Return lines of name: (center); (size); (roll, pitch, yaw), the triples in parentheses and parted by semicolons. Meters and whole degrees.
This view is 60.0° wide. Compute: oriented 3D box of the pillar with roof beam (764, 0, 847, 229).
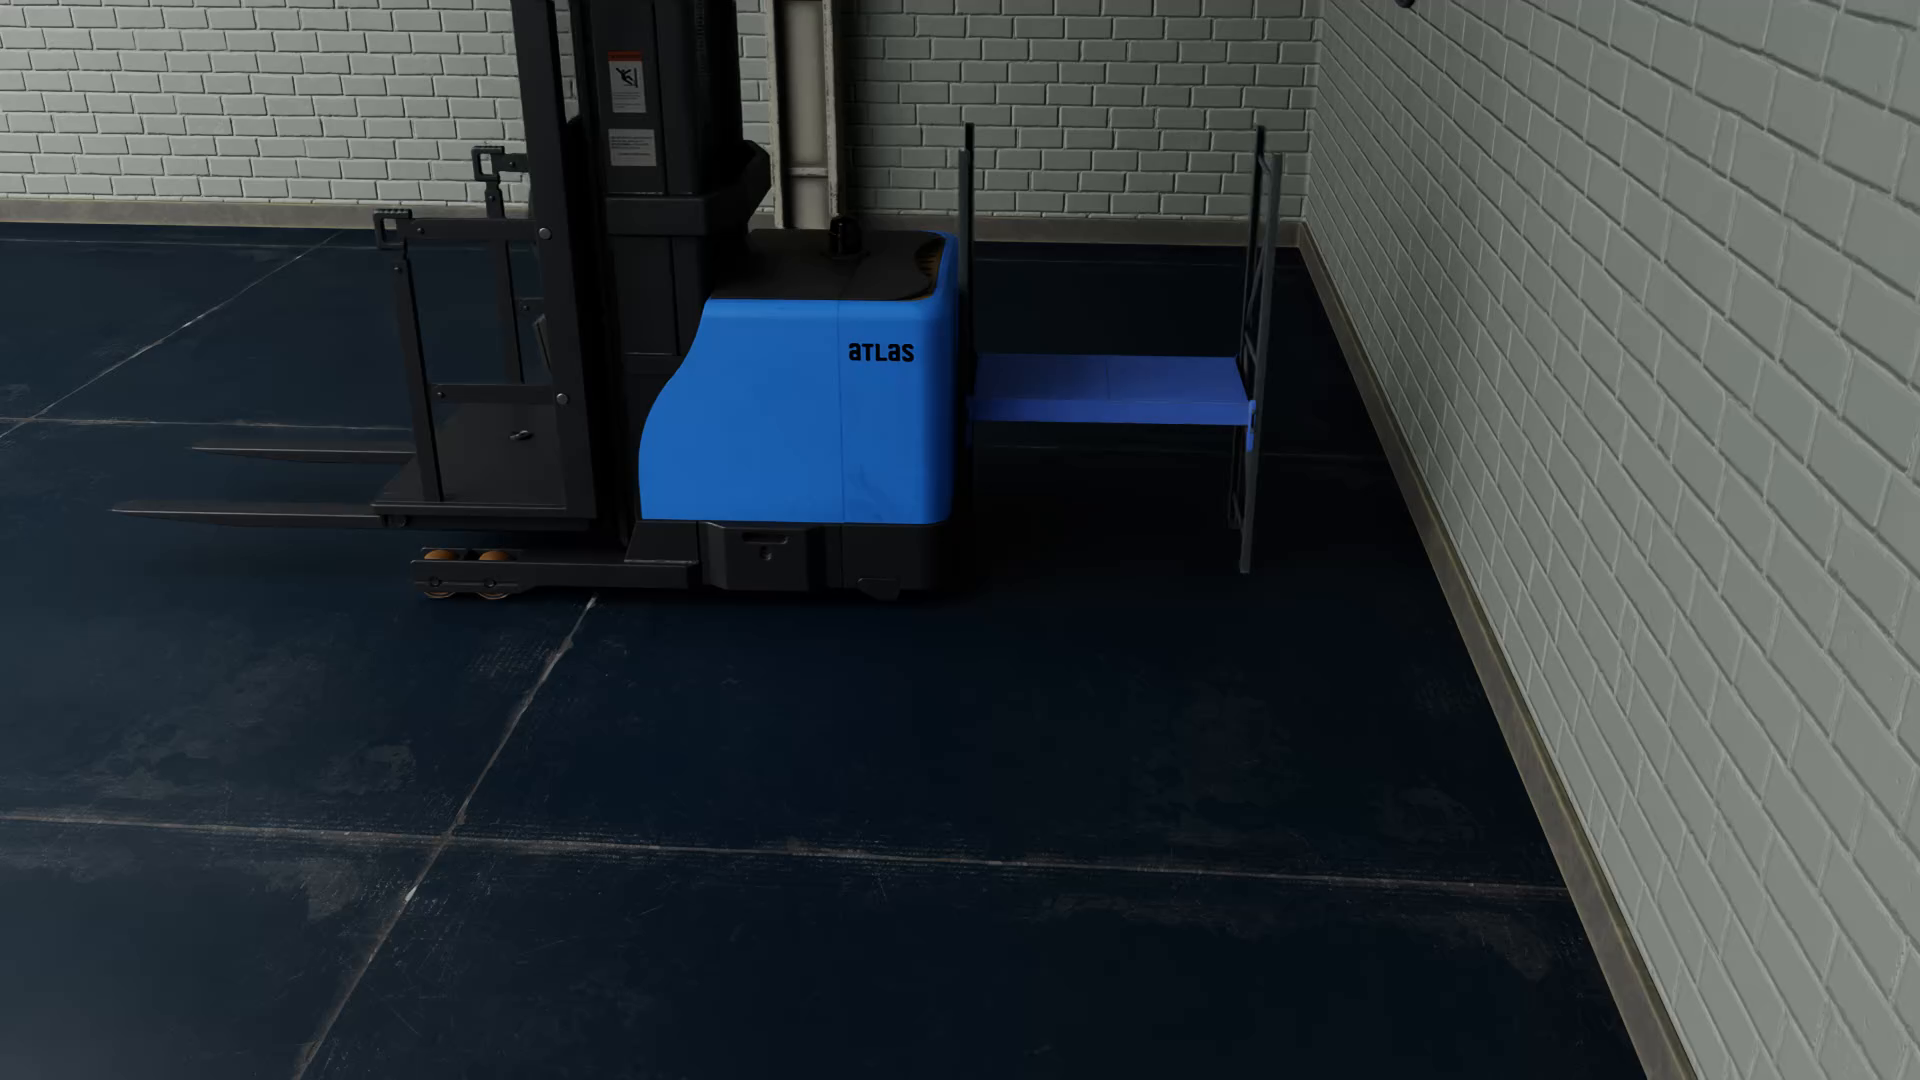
pillar with roof beam: (-1.240, -4.120, 4.439); (0.400, 9.000, 9.100); (2, 25, 4)

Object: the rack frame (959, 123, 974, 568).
rack frame: (0.023, -0.684, 5.943); (0.032, 1.500, 0.500); (1, 25, 3)

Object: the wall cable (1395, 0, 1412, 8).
wall cable: (1.926, -3.858, 7.584); (0.112, 2.526, 3.097); (2, 25, 4)

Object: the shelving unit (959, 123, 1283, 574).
shelving unit: (0.531, -0.674, 5.920); (1.048, 1.500, 0.538); (1, 25, 3)

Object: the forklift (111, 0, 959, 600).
forklift: (-1.509, -1.342, 5.661); (3.031, 2.935, 1.130); (1, 25, 3)

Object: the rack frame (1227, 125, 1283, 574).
rack frame: (1.038, -0.663, 5.897); (0.032, 1.500, 0.500); (1, 25, 3)

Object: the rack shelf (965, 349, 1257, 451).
rack shelf: (0.531, -0.510, 5.995); (1.000, 0.185, 0.538); (1, 25, 3)
